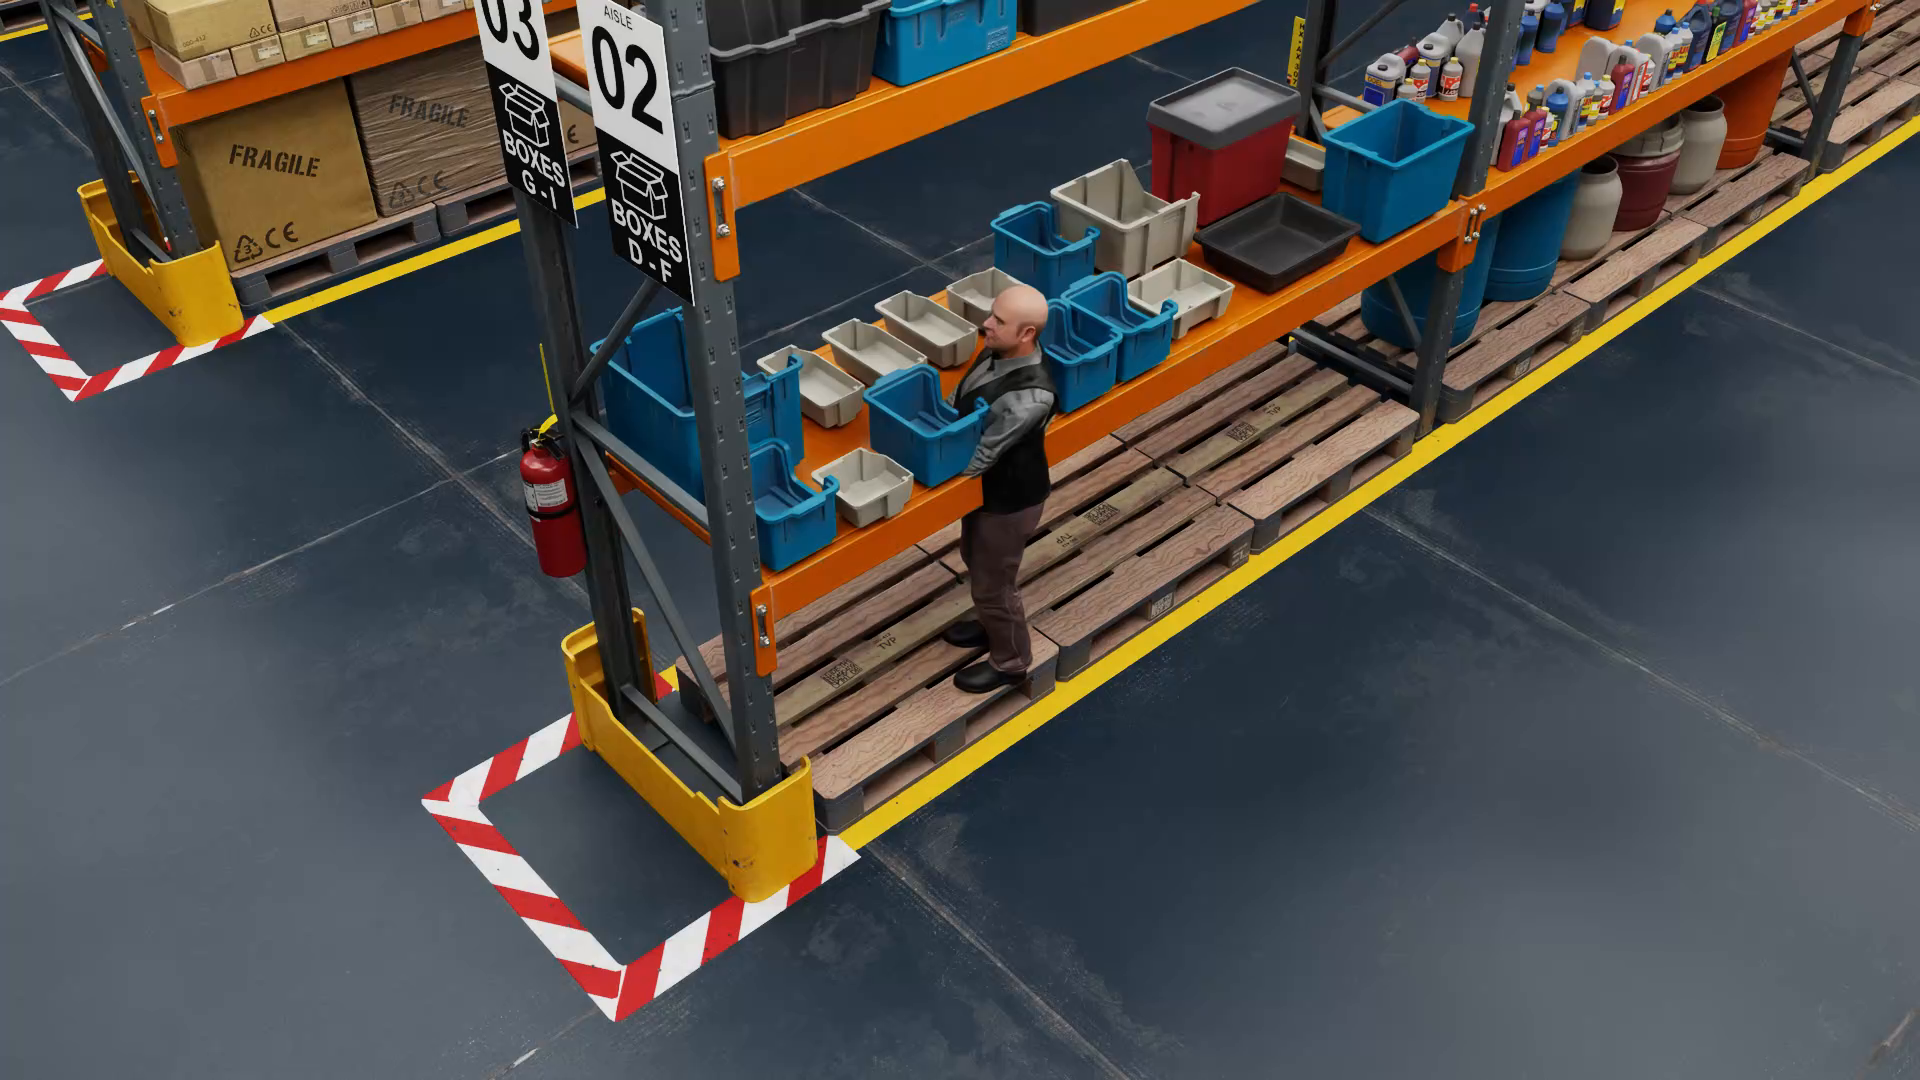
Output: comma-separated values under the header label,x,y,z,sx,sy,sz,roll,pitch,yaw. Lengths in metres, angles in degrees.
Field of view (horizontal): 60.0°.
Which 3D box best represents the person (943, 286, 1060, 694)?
label,x,y,z,sx,sy,sz,roll,pitch,yaw
person,0.055,-0.167,6.096,0.550,1.711,0.494,-6,40,-7
